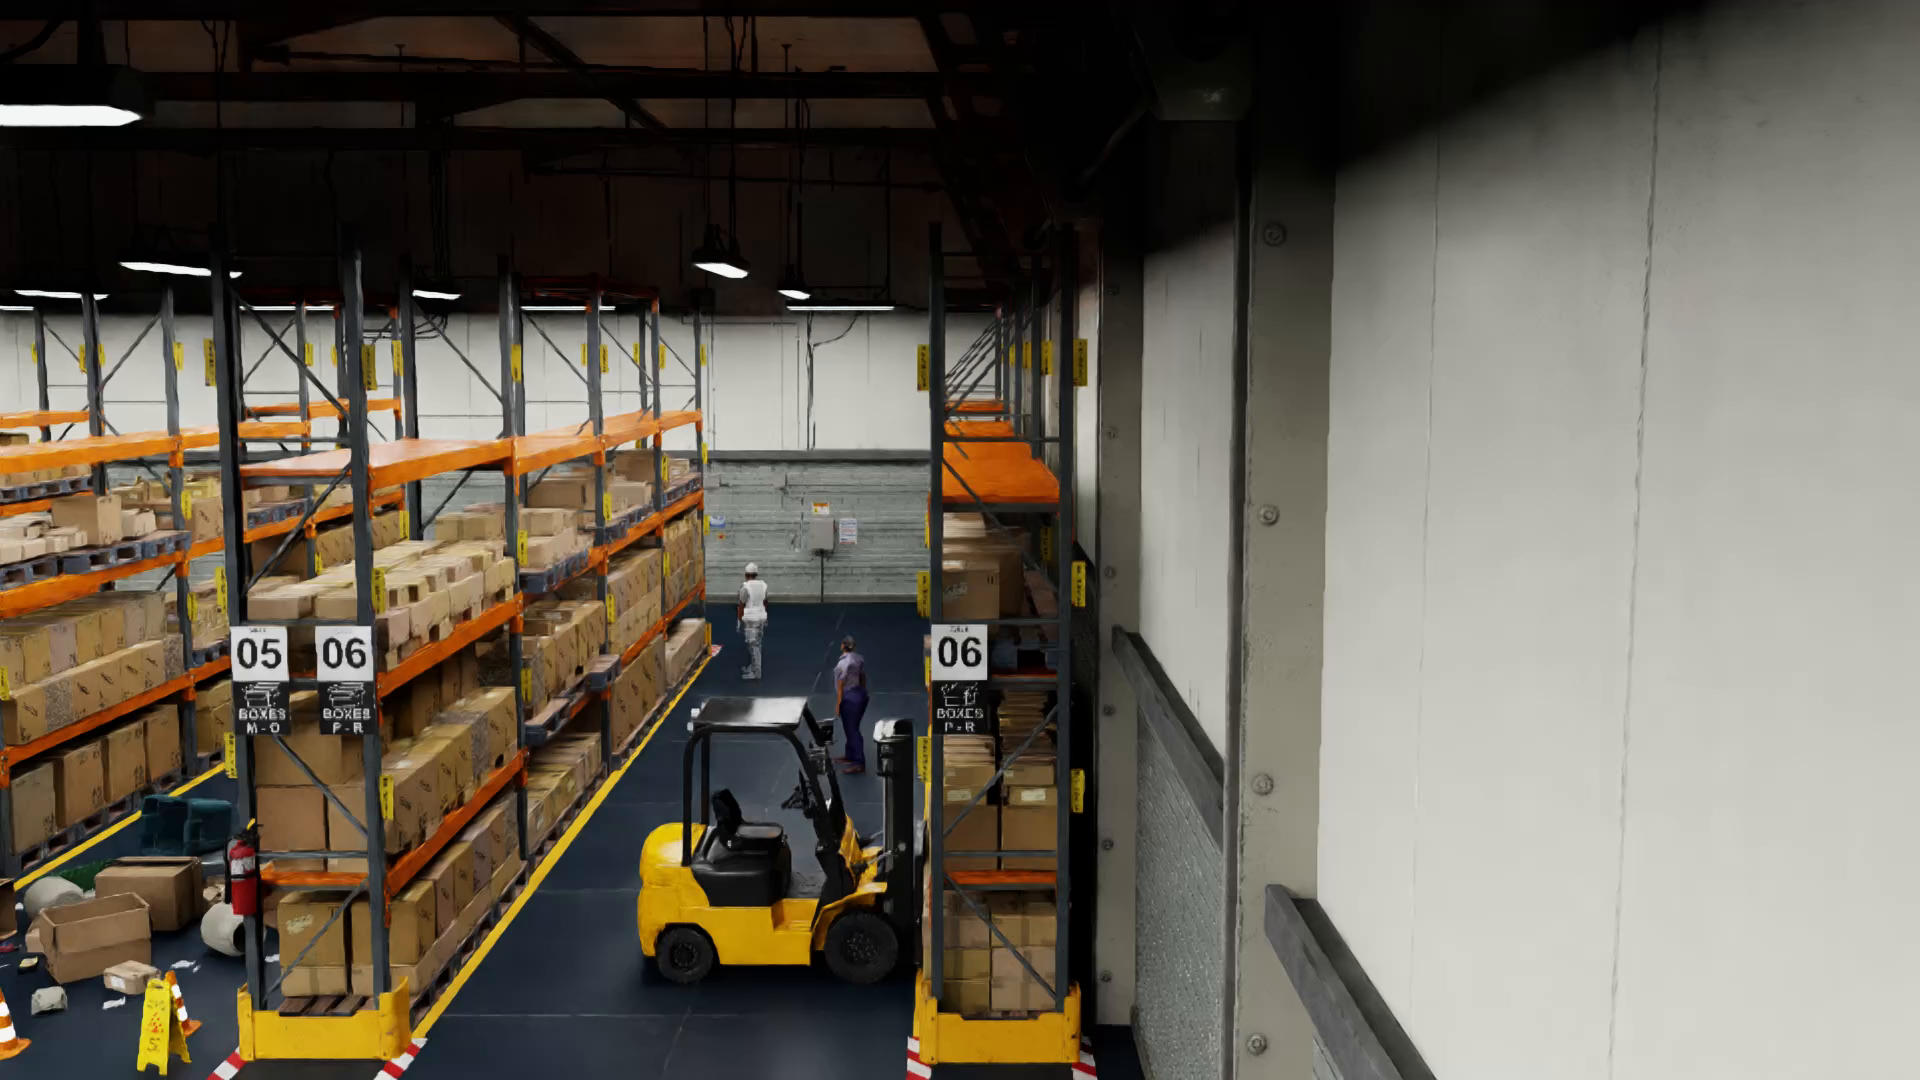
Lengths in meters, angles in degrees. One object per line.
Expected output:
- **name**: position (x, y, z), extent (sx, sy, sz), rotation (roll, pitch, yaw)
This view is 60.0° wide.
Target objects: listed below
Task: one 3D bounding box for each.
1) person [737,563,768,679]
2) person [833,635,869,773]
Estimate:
- **person**: position (-3.255, 1.237, 25.973), extent (0.583, 1.782, 0.665), rotation (4, 8, 31)
- **person**: position (-1.366, 1.970, 20.348), extent (0.554, 1.639, 0.596), rotation (3, 7, 22)
